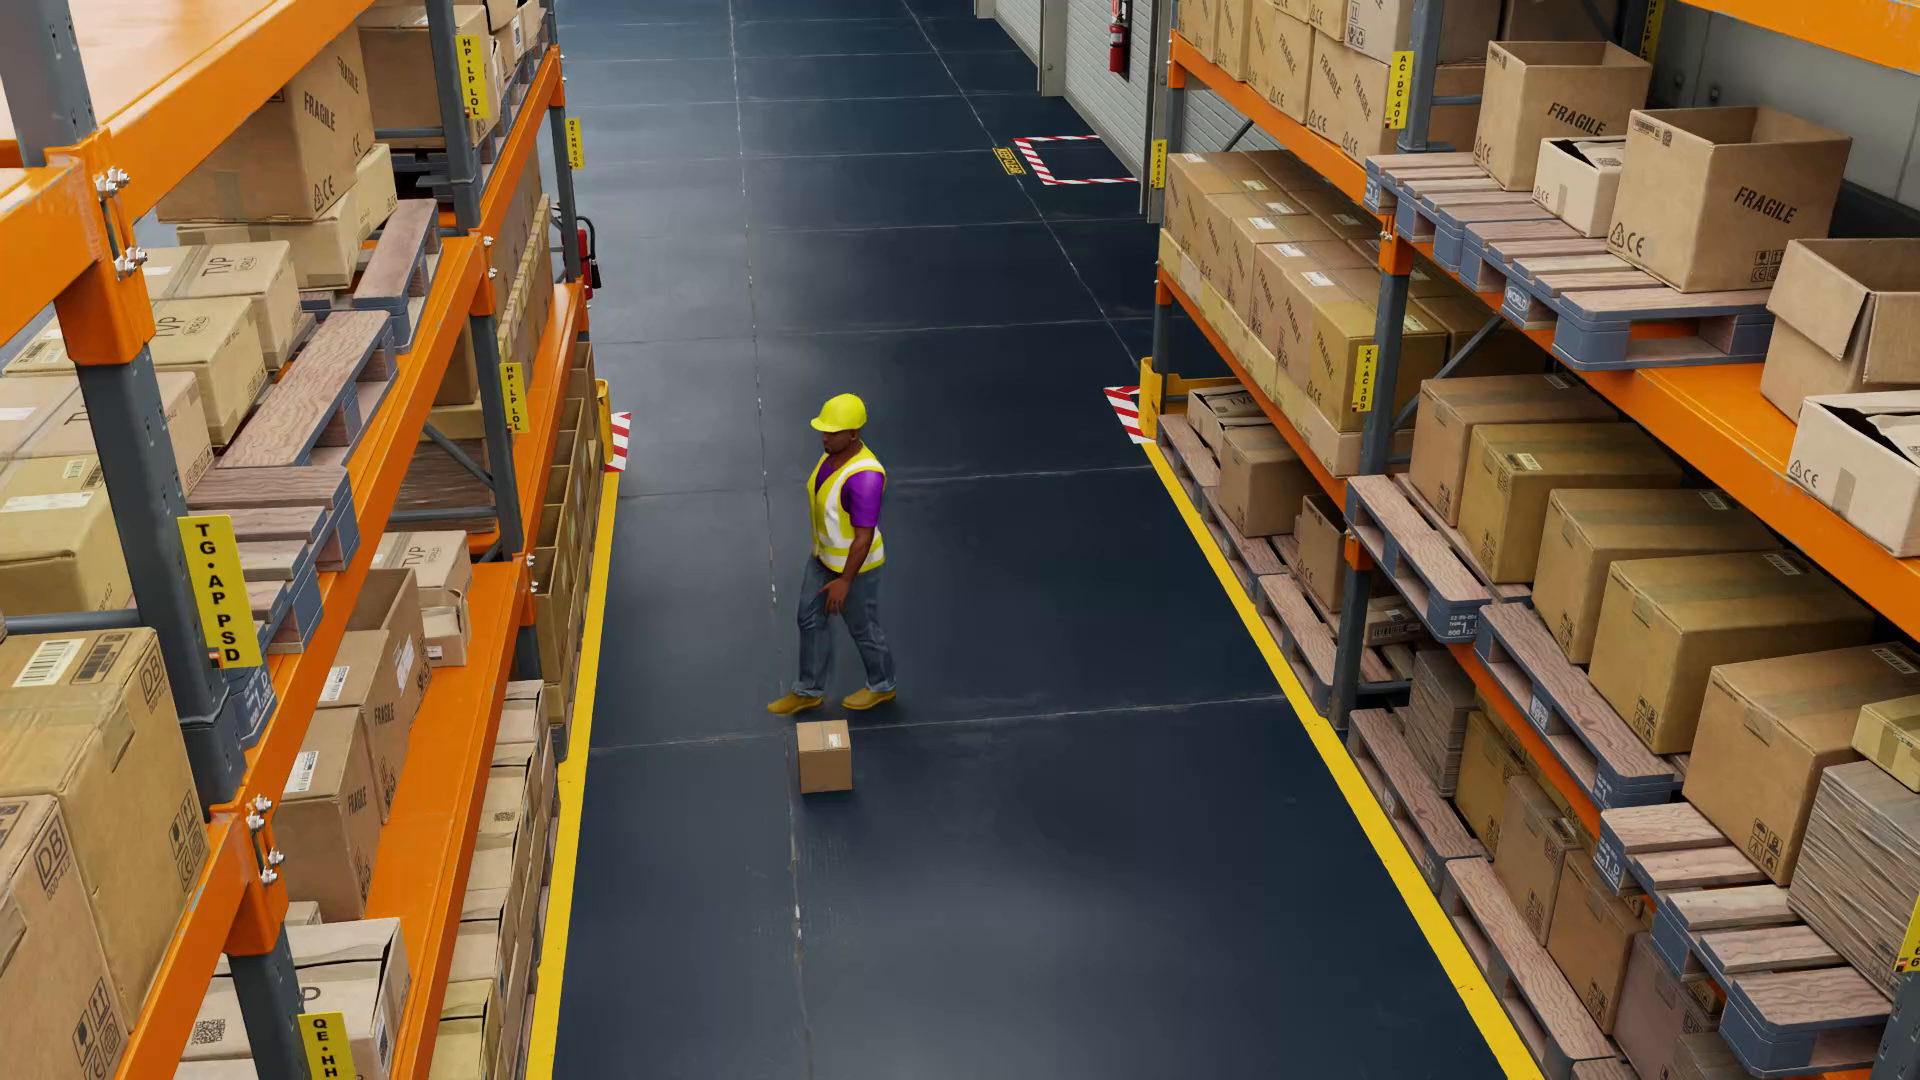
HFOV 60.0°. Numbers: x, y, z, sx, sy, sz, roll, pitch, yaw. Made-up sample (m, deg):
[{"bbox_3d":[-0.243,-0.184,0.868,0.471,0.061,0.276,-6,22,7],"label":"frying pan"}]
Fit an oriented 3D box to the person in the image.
[{"bbox_3d":[-0.635,0.125,8.348,0.665,1.792,0.620,-14,30,-25],"label":"person"}]
